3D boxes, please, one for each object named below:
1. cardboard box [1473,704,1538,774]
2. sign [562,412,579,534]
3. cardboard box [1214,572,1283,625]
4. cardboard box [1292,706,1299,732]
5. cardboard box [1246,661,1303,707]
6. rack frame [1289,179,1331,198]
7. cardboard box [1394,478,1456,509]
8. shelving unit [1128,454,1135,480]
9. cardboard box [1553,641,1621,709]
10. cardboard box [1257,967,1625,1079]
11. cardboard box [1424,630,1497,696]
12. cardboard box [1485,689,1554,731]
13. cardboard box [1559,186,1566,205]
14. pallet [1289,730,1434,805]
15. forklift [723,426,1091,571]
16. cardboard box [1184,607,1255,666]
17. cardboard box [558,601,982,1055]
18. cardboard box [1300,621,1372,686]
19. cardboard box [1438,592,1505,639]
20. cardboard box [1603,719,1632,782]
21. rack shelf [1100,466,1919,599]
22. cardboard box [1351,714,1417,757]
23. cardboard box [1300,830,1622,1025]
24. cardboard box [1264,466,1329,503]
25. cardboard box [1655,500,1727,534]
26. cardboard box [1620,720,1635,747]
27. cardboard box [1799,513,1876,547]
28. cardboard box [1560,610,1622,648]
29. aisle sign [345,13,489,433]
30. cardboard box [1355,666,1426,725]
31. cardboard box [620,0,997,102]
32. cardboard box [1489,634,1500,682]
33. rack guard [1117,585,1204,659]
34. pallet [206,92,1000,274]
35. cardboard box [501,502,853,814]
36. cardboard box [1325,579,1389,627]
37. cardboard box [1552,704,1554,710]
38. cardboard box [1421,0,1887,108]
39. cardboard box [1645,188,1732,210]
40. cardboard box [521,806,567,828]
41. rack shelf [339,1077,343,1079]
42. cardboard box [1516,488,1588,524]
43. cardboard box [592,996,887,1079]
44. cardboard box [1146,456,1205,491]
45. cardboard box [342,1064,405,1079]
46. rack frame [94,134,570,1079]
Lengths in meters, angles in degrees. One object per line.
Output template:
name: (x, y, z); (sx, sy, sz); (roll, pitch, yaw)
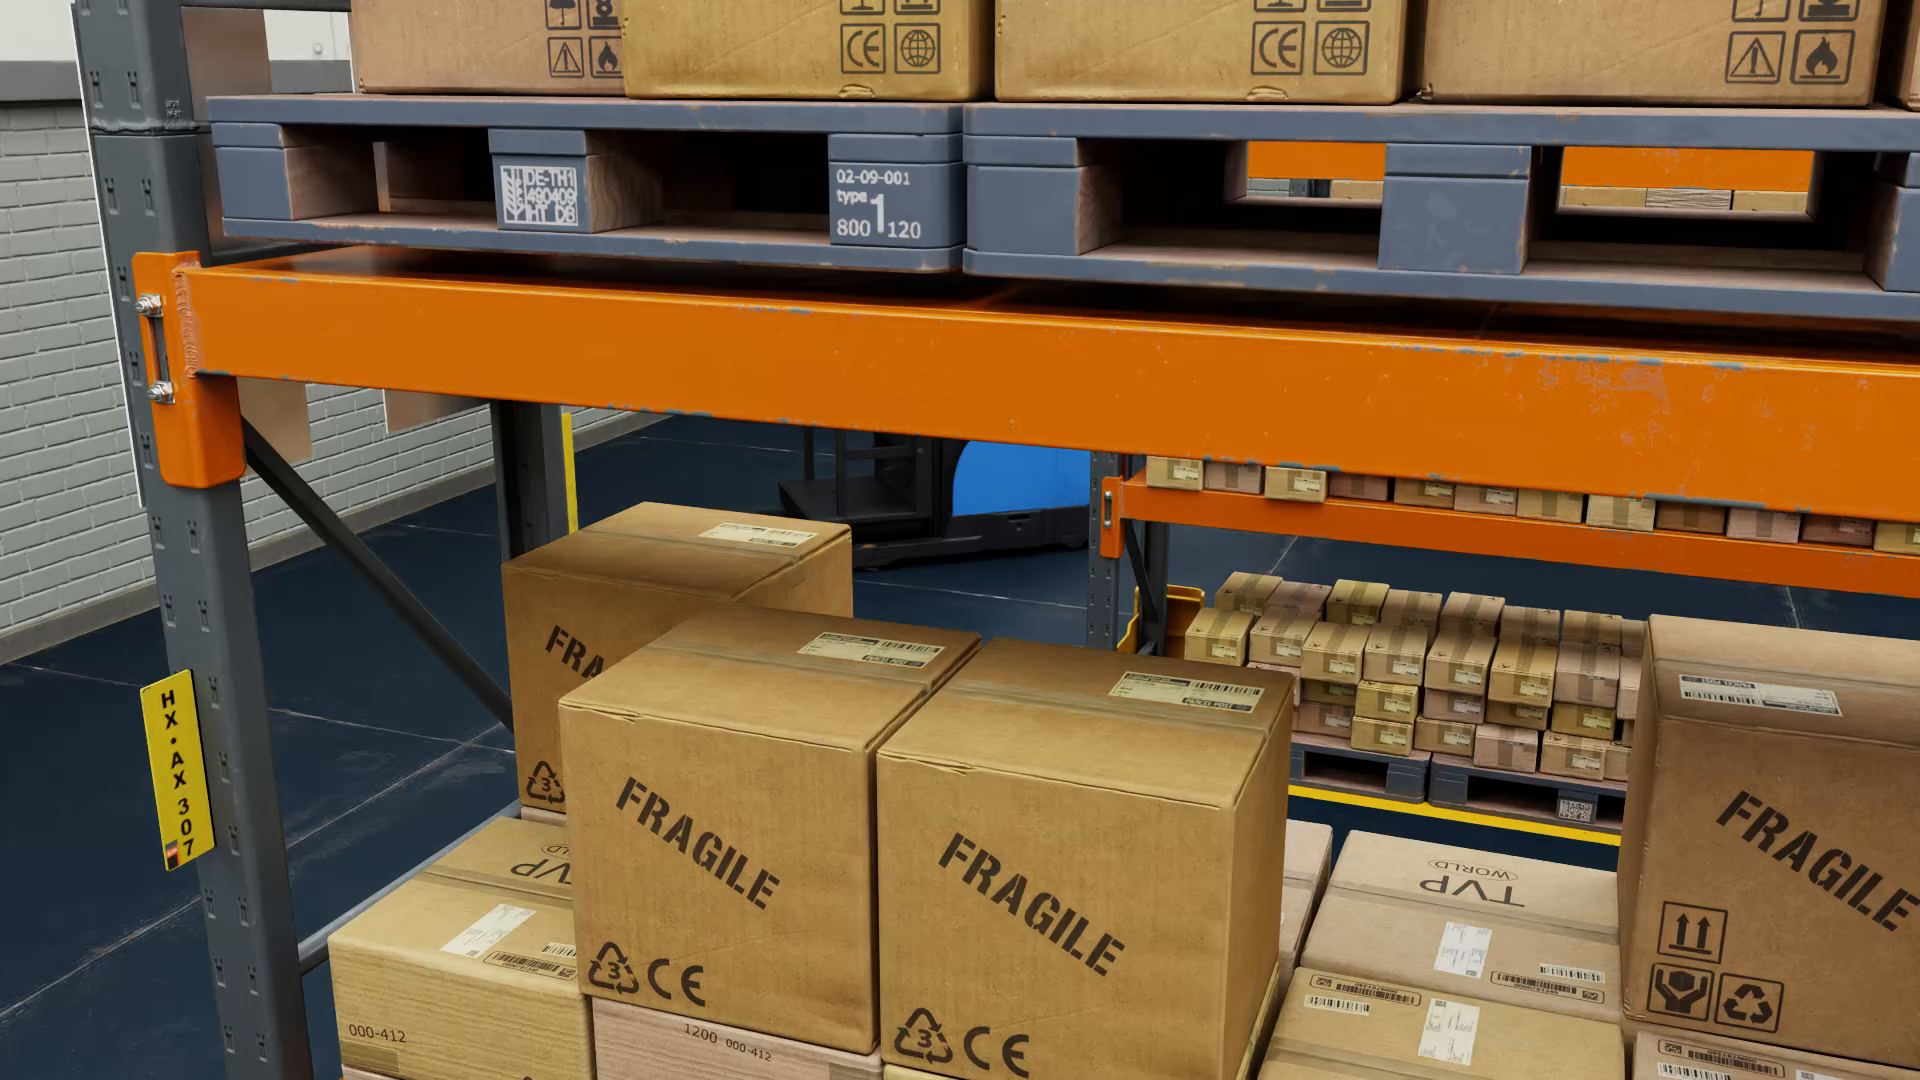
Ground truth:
cardboard box: (2.366, 0.856, 7.204); (0.250, 0.149, 0.380); (5, 17, 18)
sign: (-0.883, -0.114, 3.684); (0.005, 0.325, 0.100); (6, 17, 21)
cardboard box: (1.405, 0.289, 8.090); (0.250, 0.149, 0.380); (6, 17, 21)
cardboard box: (1.463, 0.729, 7.644); (0.250, 0.149, 0.380); (6, 17, 20)
cardboard box: (1.447, 0.607, 7.531); (0.250, 0.149, 0.380); (6, 17, 20)
rack frame: (2.542, -1.875, 12.252); (0.127, 3.000, 1.000); (6, 17, 21)
cardboard box: (2.018, -0.260, 7.141); (0.250, 0.149, 0.380); (6, 17, 20)
shelving unit: (0.692, -1.004, 11.942); (1.048, 1.500, 0.538); (12, 20, 36)
cardboard box: (2.683, 0.573, 7.113); (0.250, 0.149, 0.380); (6, 17, 21)
cardboard box: (0.692, 0.899, 2.431); (0.500, 0.250, 0.500); (6, 17, 20)
cardboard box: (2.186, 0.533, 7.250); (0.250, 0.149, 0.380); (7, 18, 23)
cardboard box: (2.455, 0.683, 7.269); (0.250, 0.149, 0.380); (7, 18, 23)
cardboard box: (3.848, -2.179, 11.325); (0.500, 0.500, 0.500); (6, 17, 20)
pallet: (1.633, 0.858, 7.838); (1.213, 0.211, 1.003); (6, 17, 21)
forklift: (-0.626, -1.363, 10.611); (3.031, 2.935, 1.130); (-5, 17, -16)
cardboard box: (1.182, 0.443, 7.562); (0.250, 0.149, 0.380); (5, 17, 18)
cardboard box: (-0.282, 0.434, 2.687); (0.500, 0.500, 0.500); (6, 17, 19)
cardboard box: (1.670, 0.499, 7.369); (0.250, 0.149, 0.380); (6, 17, 20)
cardboard box: (2.393, 0.379, 7.780); (0.250, 0.149, 0.380); (7, 18, 23)
cardboard box: (2.870, 0.894, 7.074); (0.250, 0.149, 0.380); (7, 17, 22)
rack shelf: (2.680, -0.031, 7.190); (4.000, 0.370, 1.077); (6, 17, 21)
cardboard box: (1.894, 0.807, 7.374); (0.250, 0.149, 0.380); (7, 17, 21)
cardboard box: (0.885, 0.761, 2.906); (0.500, 0.250, 0.500); (6, 17, 21)
cardboard box: (1.483, -0.285, 7.227); (0.250, 0.149, 0.380); (6, 17, 19)
cardboard box: (2.971, -0.153, 6.772); (0.250, 0.149, 0.380); (6, 17, 20)
cardboard box: (2.935, 0.751, 7.033); (0.250, 0.149, 0.380); (5, 17, 18)
cardboard box: (3.468, -0.105, 6.604); (0.250, 0.149, 0.380); (6, 17, 19)
cardboard box: (2.851, 0.455, 7.521); (0.250, 0.149, 0.380); (6, 17, 21)
aisle sign: (-1.051, -0.638, 3.330); (0.004, 0.787, 0.394); (6, 17, 21)
cardboard box: (1.906, 0.663, 7.336); (0.250, 0.149, 0.380); (7, 18, 22)
cardboard box: (-0.112, -0.915, 2.453); (0.500, 0.500, 0.700); (6, 17, 19)
cardboard box: (2.386, 0.526, 7.808); (0.250, 0.149, 0.380); (7, 17, 21)
rack guard: (0.890, 0.627, 8.116); (0.348, 0.500, 1.175); (6, 17, 21)
pallet: (-0.401, -0.630, 2.741); (1.213, 0.211, 1.003); (6, 17, 21)
cardboard box: (-0.545, 0.246, 3.337); (0.500, 0.500, 0.500); (7, 17, 21)
cardboard box: (1.905, 0.323, 7.973); (0.250, 0.149, 0.380); (6, 17, 19)
cardboard box: (2.825, 0.746, 7.584); (0.250, 0.149, 0.380); (7, 18, 22)
cardboard box: (0.944, -0.845, 2.211); (0.500, 0.500, 0.700); (7, 18, 23)
cardboard box: (4.776, -2.074, 10.966); (0.500, 0.500, 0.500); (7, 17, 21)
cardboard box: (-0.546, 0.605, 3.445); (0.500, 0.250, 0.500); (6, 17, 20)
rack shelf: (0.766, 1.245, 2.794); (4.000, 0.370, 1.077); (6, 17, 21)
cardboard box: (2.470, -0.196, 6.918); (0.250, 0.149, 0.380); (7, 18, 23)
cardboard box: (-0.261, 0.795, 2.791); (0.500, 0.250, 0.500); (6, 17, 20)
cardboard box: (1.000, -0.342, 7.422); (0.250, 0.149, 0.380); (6, 17, 20)
cardboard box: (-0.885, 0.938, 3.014); (0.250, 0.149, 0.380); (6, 17, 21)
rack frame: (-1.095, 0.695, 3.399); (0.127, 3.000, 1.000); (6, 17, 21)
